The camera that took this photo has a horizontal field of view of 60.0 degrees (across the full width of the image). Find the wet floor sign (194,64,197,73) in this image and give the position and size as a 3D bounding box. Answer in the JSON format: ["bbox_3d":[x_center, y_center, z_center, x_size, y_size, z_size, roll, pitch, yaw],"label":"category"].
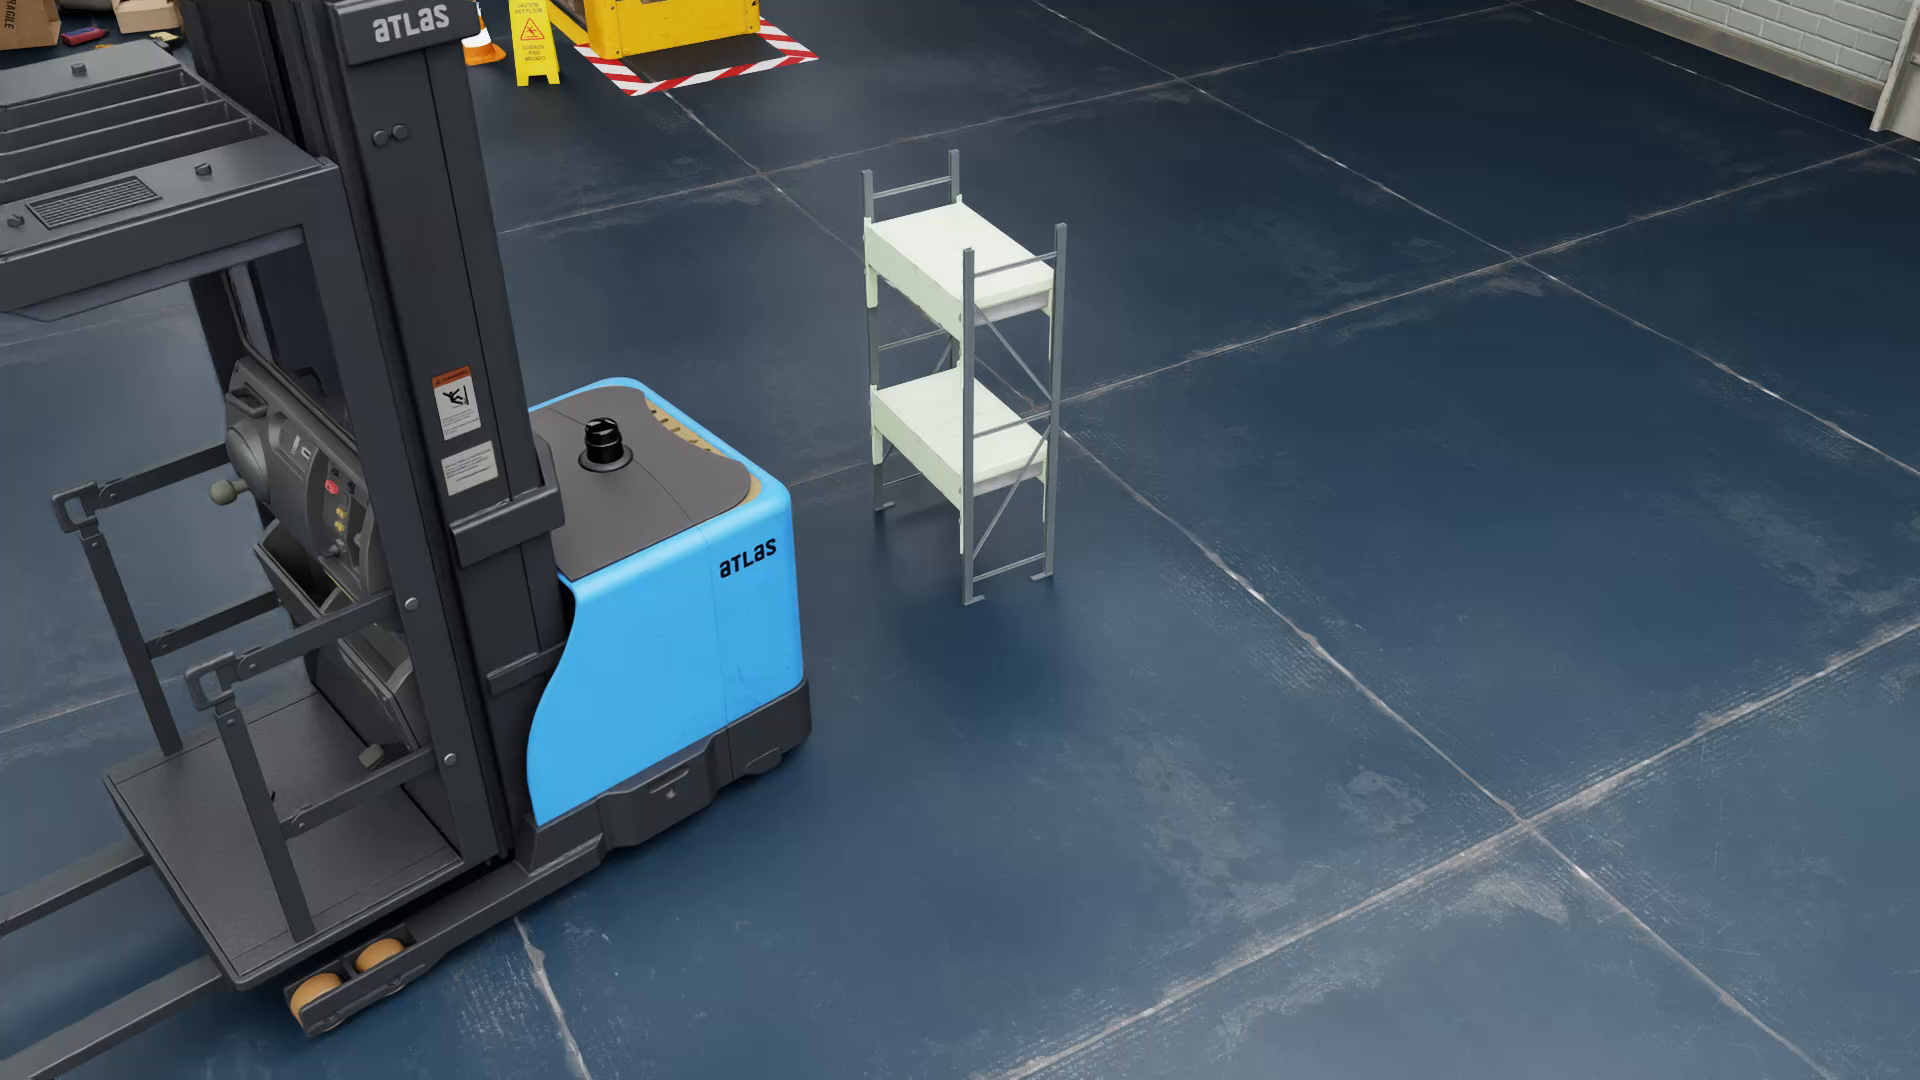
[{"bbox_3d":[-4.427,-2.748,9.965,0.267,0.644,0.232,-26,44,-31],"label":"wet floor sign"}]

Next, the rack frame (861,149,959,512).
[{"bbox_3d":[-0.181,-0.789,6.559,0.400,1.500,0.023,-19,40,-24],"label":"rack frame"}]

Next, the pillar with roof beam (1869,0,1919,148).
[{"bbox_3d":[2.087,-4.827,5.729,9.100,9.000,0.400,-19,40,-24],"label":"pillar with roof beam"}]

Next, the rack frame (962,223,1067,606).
[{"bbox_3d":[0.187,-0.416,6.047,0.400,1.500,0.023,-19,40,-24],"label":"rack frame"}]

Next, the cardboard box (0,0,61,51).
[{"bbox_3d":[-6.496,-3.671,11.350,0.500,0.500,0.500,-12,38,-16],"label":"cardboard box"}]

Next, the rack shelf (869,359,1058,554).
[{"bbox_3d":[0.003,-0.339,6.495,0.431,0.370,0.720,-19,40,-24],"label":"rack shelf"}]

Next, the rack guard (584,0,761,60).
[{"bbox_3d":[-1.963,-3.674,11.357,1.175,0.500,0.348,-19,40,-24],"label":"rack guard"}]

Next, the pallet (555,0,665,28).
[{"bbox_3d":[-2.340,-3.982,12.024,1.003,0.211,1.213,-19,40,-24],"label":"pallet"}]

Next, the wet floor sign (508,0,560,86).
[{"bbox_3d":[-2.754,-3.280,10.694,0.267,0.644,0.232,-6,37,-8],"label":"wet floor sign"}]

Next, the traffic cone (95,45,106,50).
[{"bbox_3d":[-5.193,-2.794,10.183,0.336,0.463,0.334,-19,40,-24],"label":"traffic cone"}]

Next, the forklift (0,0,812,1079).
[{"bbox_3d":[-1.954,-0.115,4.423,3.031,2.935,1.130,-27,44,-32],"label":"forklift"}]

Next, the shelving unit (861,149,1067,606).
[{"bbox_3d":[0.003,-0.602,6.303,0.431,1.500,0.755,-19,40,-24],"label":"shelving unit"}]

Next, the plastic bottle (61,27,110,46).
[{"bbox_3d":[-6.028,-3.483,11.467,0.133,0.061,0.283,26,44,31],"label":"plastic bottle"}]

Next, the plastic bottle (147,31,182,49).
[{"bbox_3d":[-5.466,-3.427,11.390,0.283,0.061,0.133,26,44,31],"label":"plastic bottle"}]

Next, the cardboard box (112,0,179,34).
[{"bbox_3d":[-5.707,-3.732,11.634,0.396,0.266,0.258,-12,38,-16],"label":"cardboard box"}]

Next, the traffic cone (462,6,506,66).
[{"bbox_3d":[-3.256,-3.458,11.092,0.336,0.463,0.334,-19,40,-24],"label":"traffic cone"}]

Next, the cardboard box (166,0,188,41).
[{"bbox_3d":[-4.996,-3.782,11.502,0.637,0.503,0.797,12,38,16],"label":"cardboard box"}]

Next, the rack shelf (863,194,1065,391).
[{"bbox_3d":[0.003,-0.917,6.073,0.431,0.370,0.720,-19,40,-24],"label":"rack shelf"}]

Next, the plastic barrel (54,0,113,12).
[{"bbox_3d":[-6.267,-4.002,11.871,0.512,0.421,0.421,6,37,8],"label":"plastic barrel"}]
